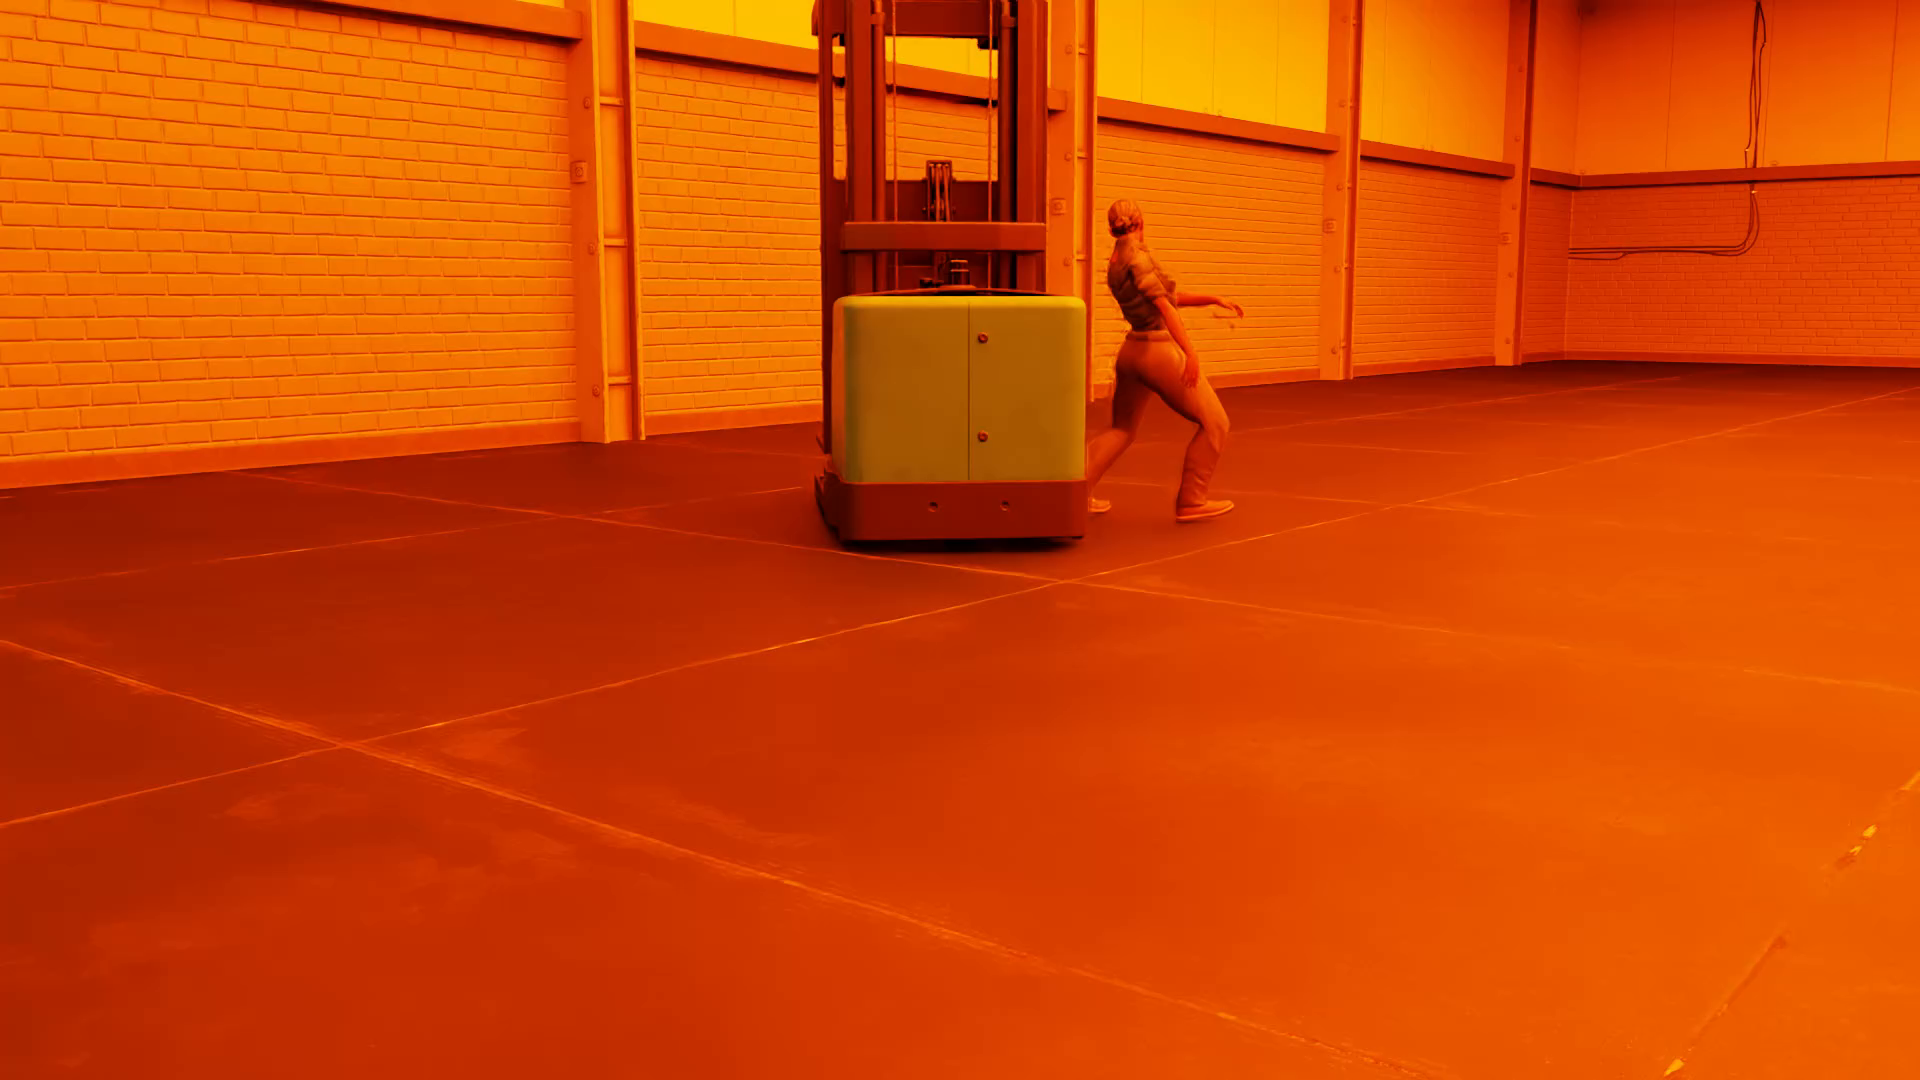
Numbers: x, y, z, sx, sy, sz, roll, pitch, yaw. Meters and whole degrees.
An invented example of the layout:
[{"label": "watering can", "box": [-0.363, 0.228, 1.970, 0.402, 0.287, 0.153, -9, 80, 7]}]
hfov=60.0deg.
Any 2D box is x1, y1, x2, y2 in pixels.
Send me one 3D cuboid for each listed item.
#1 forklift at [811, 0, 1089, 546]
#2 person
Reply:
[{"label": "forklift", "box": [-0.160, -1.602, 8.227, 1.130, 2.935, 3.031, -1, 8, -7]}, {"label": "person", "box": [0.950, -0.857, 7.959, 0.820, 1.532, 0.696, -4, 9, -25]}]
